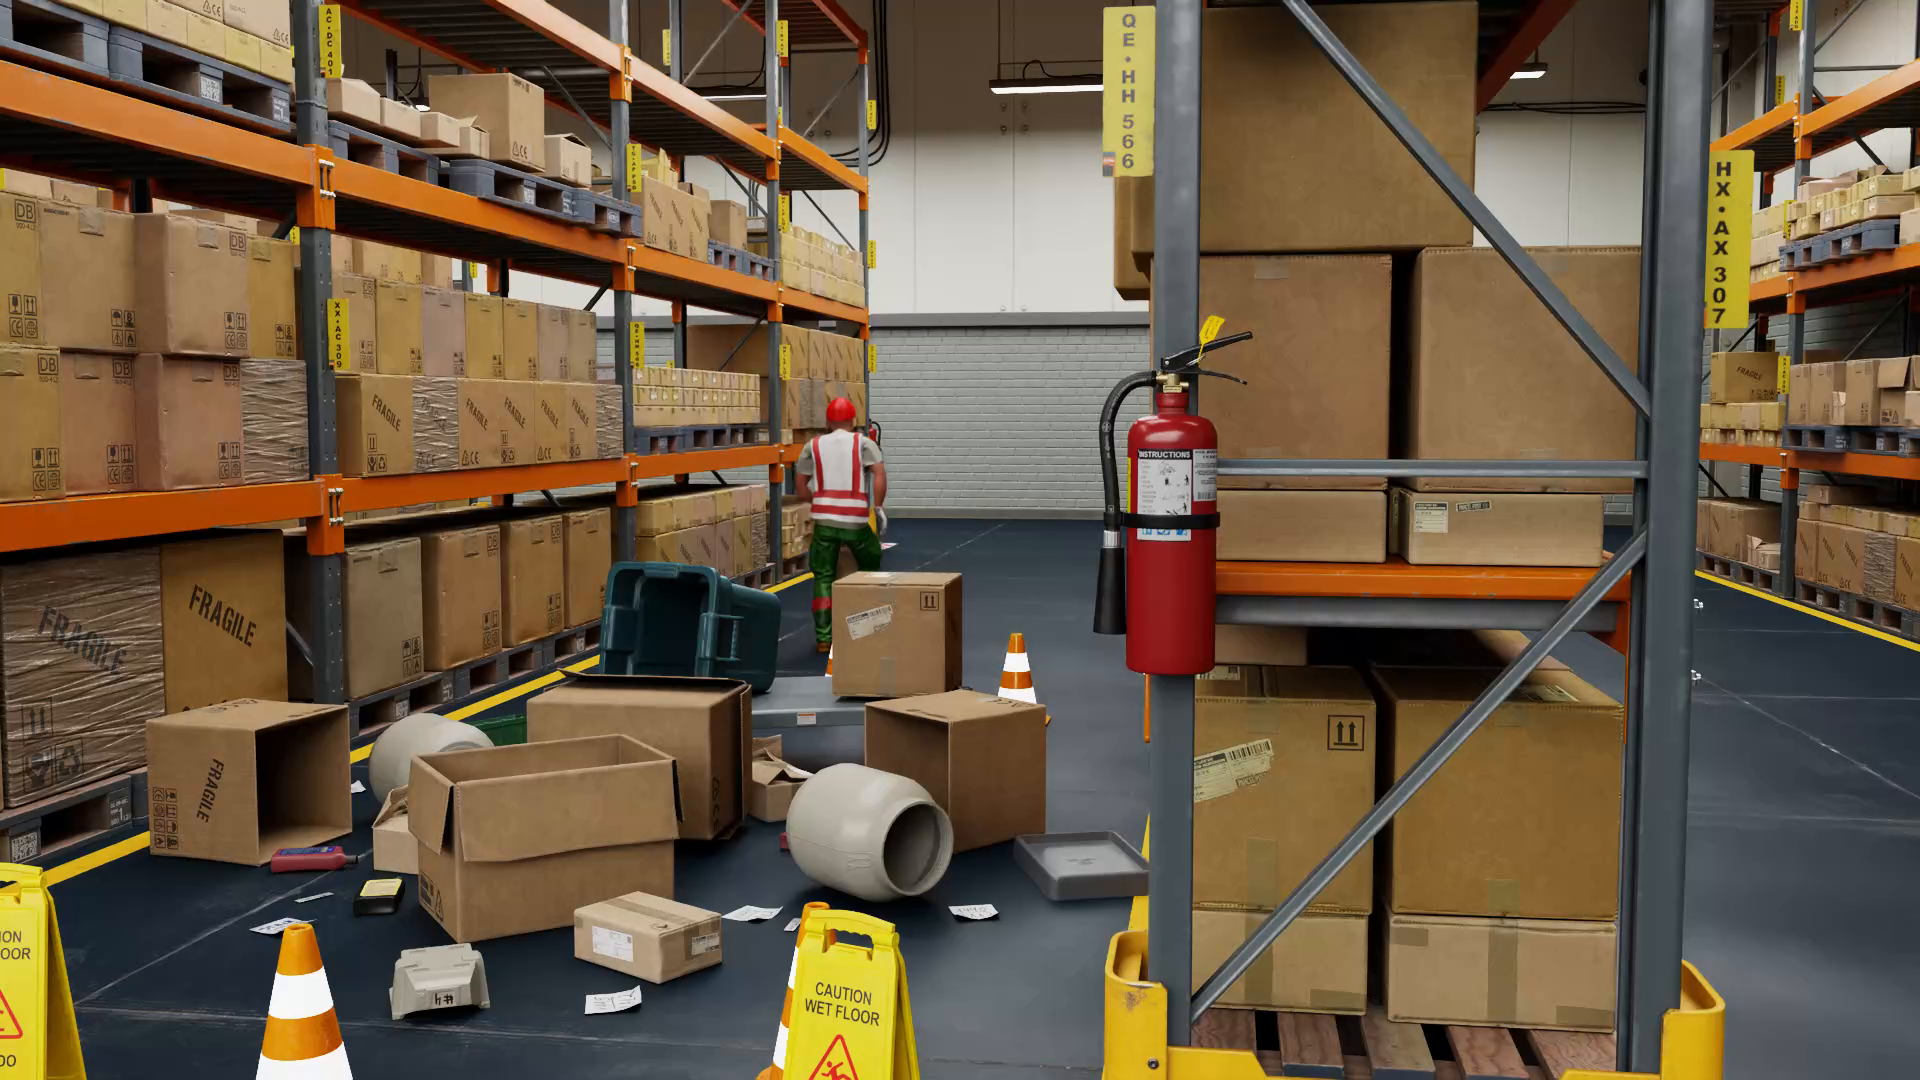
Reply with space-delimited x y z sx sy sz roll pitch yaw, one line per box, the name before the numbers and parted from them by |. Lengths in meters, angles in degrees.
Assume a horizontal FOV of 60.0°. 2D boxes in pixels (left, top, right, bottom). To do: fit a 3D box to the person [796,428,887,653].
person | -0.810 -0.014 11.461 0.645 1.507 0.683 0 4 5
